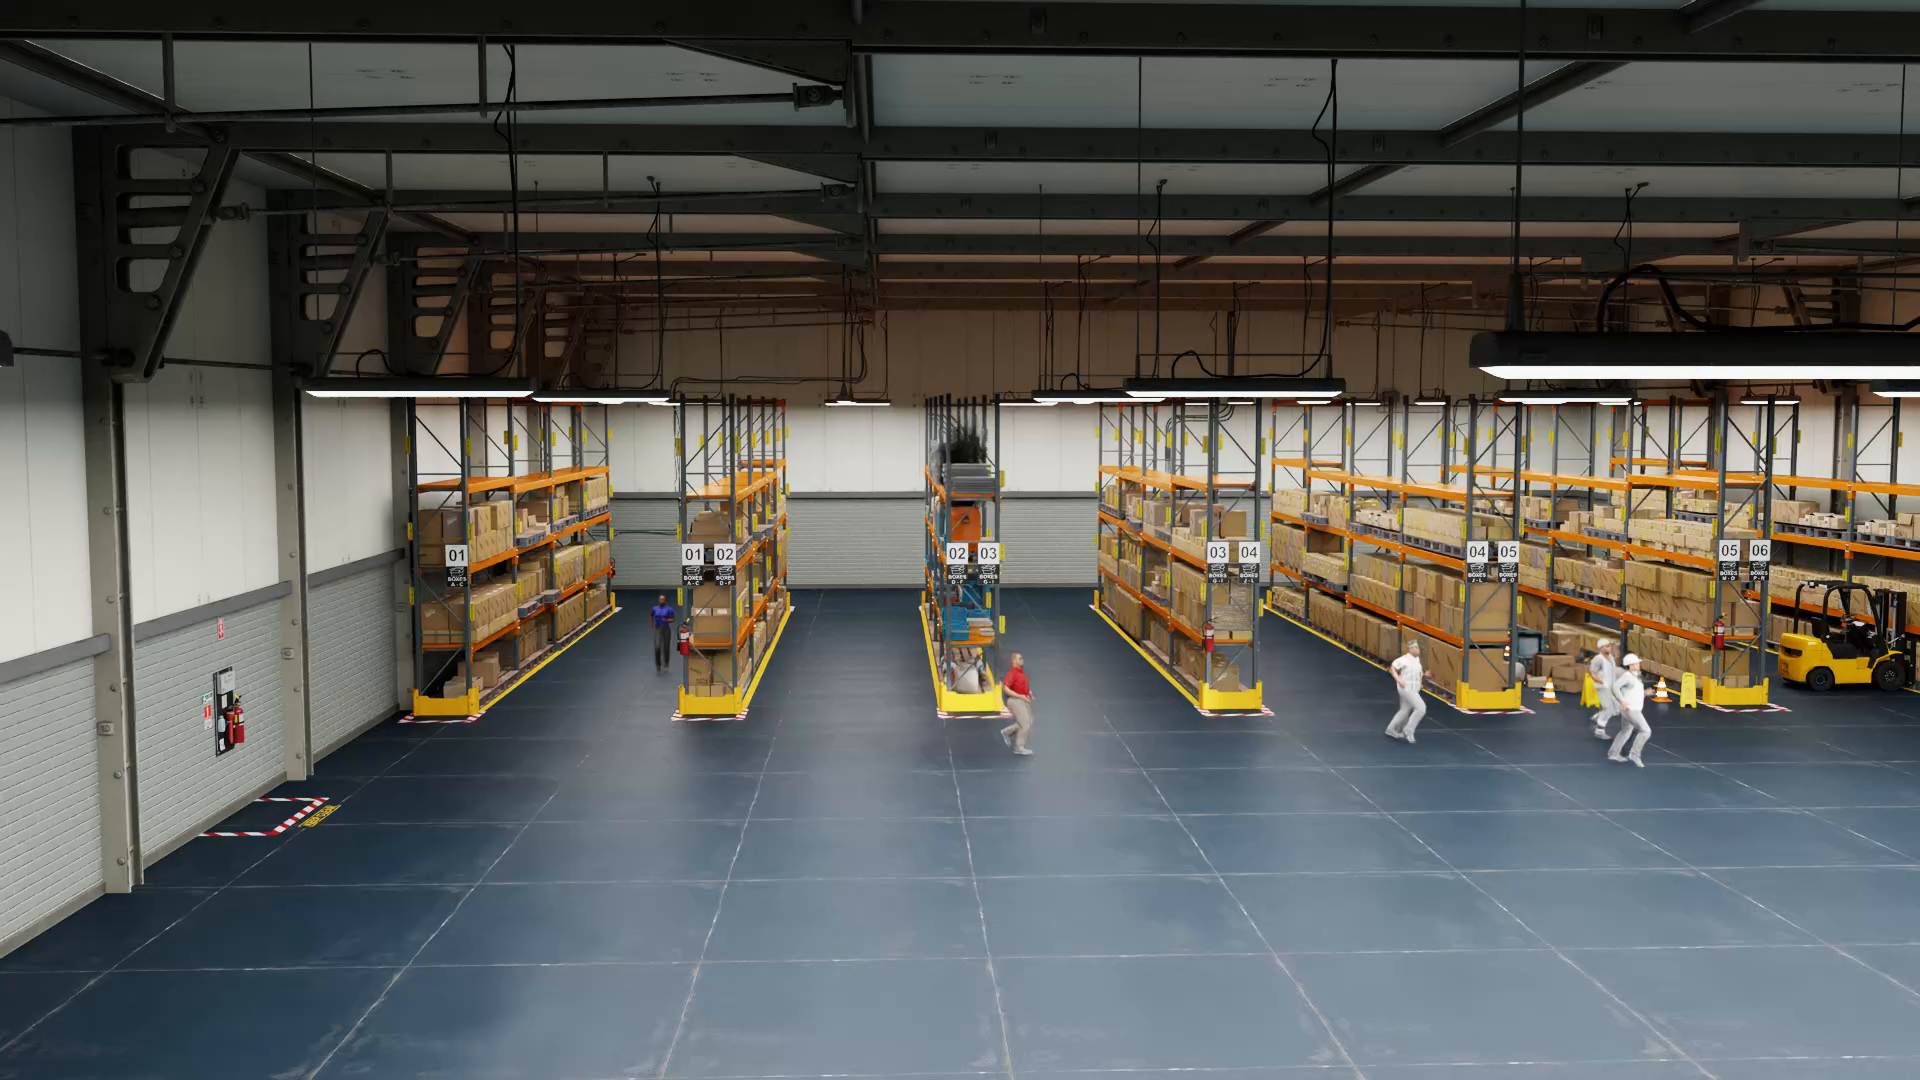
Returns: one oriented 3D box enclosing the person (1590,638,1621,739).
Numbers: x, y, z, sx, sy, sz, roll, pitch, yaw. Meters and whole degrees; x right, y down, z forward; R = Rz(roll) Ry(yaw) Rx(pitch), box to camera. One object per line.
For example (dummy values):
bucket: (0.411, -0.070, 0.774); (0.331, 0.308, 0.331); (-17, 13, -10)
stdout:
person: (11.203, 2.576, 28.858); (0.663, 1.745, 0.544); (-4, 6, -39)

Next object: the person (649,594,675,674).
person: (-6.476, 2.040, 36.168); (0.547, 1.718, 0.777); (-1, 5, -10)

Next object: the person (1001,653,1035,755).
person: (0.933, 2.705, 27.568); (0.629, 1.672, 0.661); (2, 5, 22)

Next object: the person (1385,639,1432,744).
person: (7.726, 2.597, 28.617); (0.768, 1.804, 0.643); (3, 5, 29)

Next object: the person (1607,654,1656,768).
person: (10.763, 2.737, 26.641); (0.699, 1.812, 0.638); (2, 5, 25)
